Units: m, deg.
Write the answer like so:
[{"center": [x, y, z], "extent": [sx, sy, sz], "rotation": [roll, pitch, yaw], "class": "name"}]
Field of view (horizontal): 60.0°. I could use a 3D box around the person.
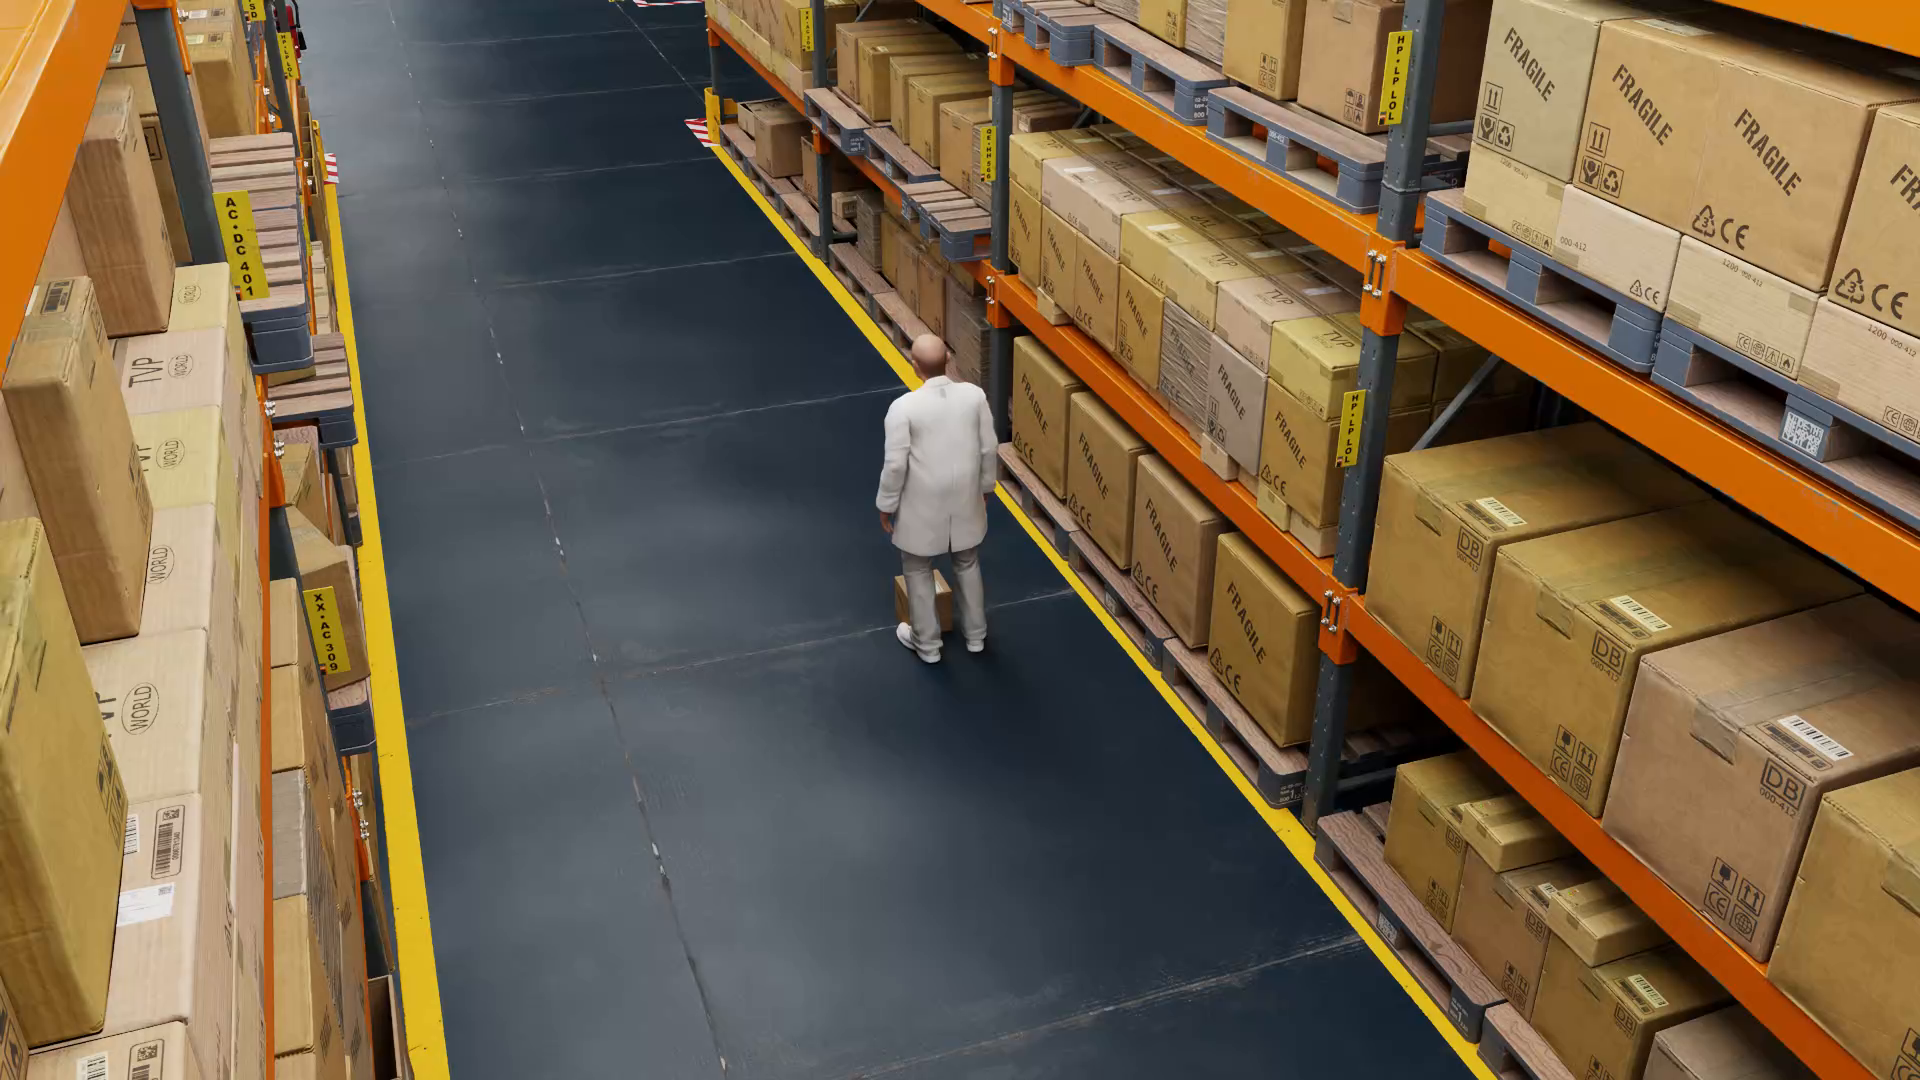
[{"center": [-0.112, -0.206, 8.507], "extent": [0.656, 1.774, 0.416], "rotation": [-11, 31, -19], "class": "person"}]
